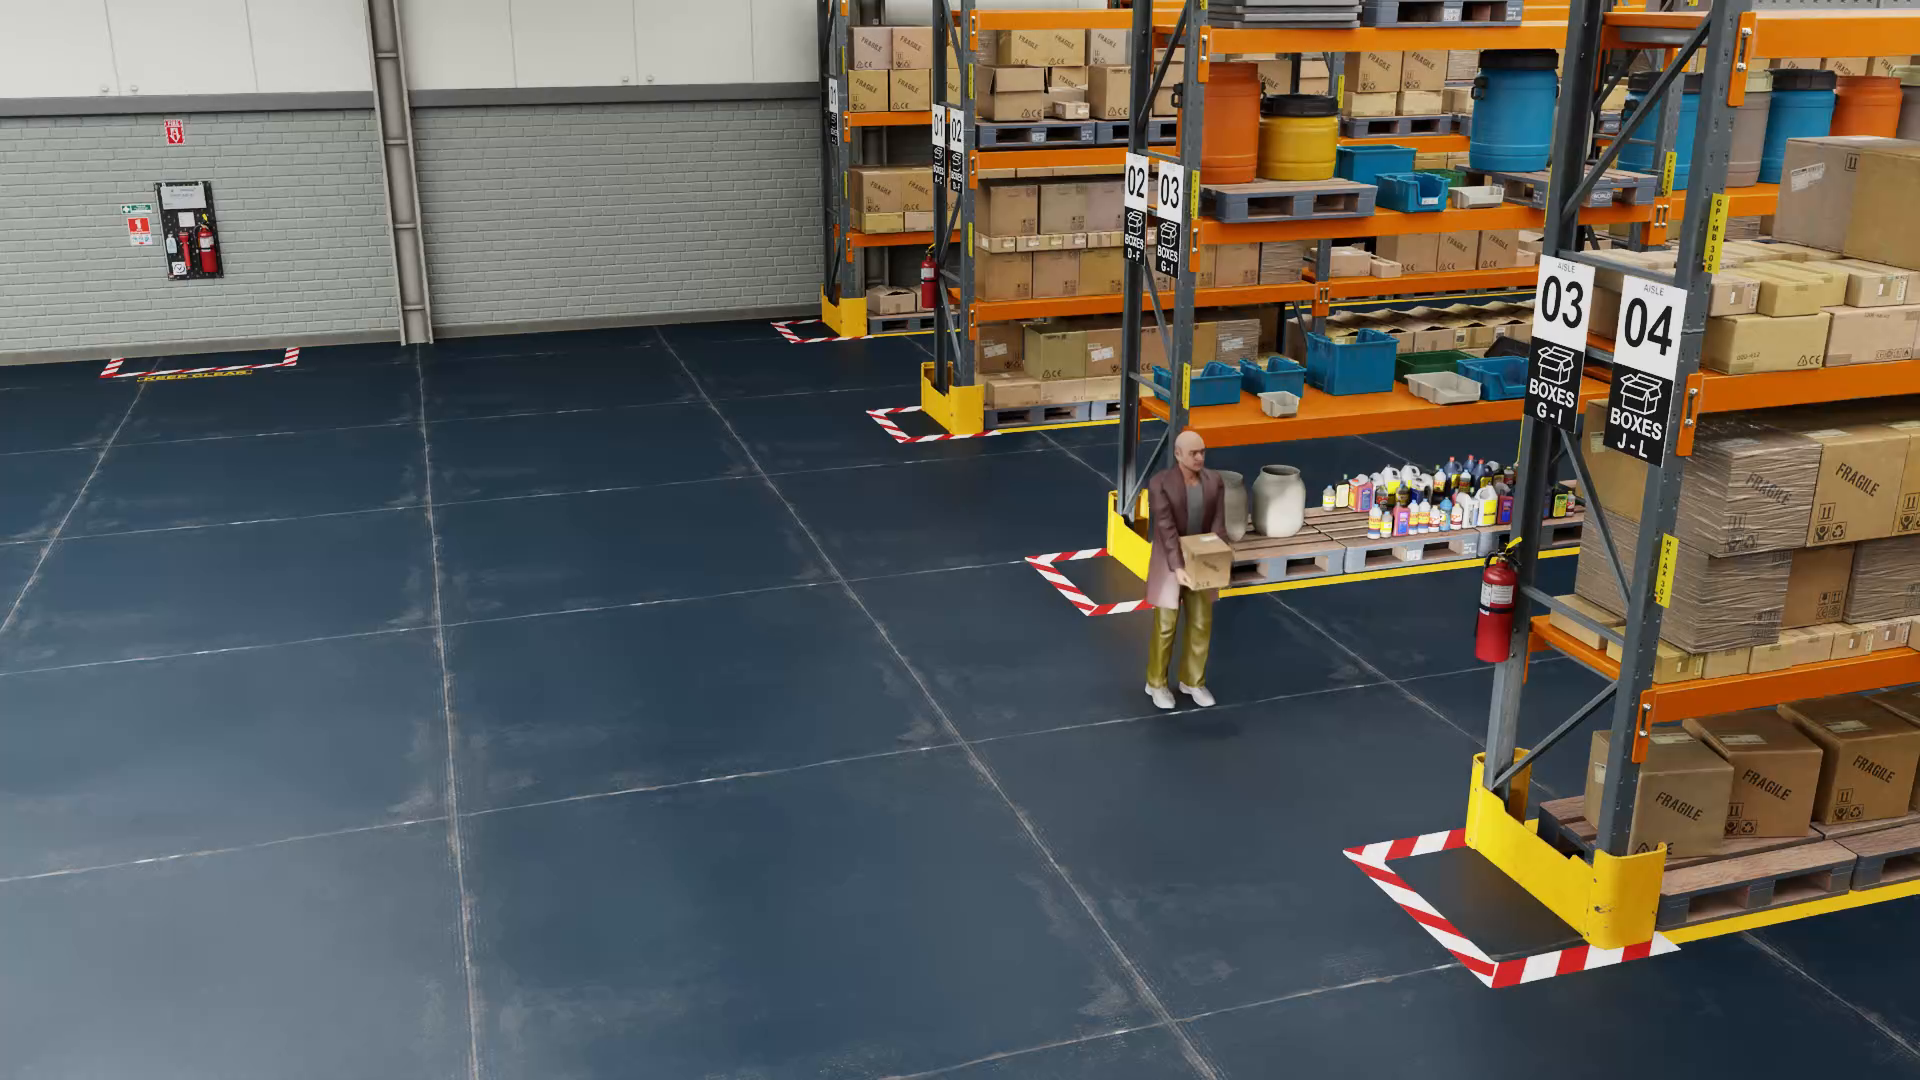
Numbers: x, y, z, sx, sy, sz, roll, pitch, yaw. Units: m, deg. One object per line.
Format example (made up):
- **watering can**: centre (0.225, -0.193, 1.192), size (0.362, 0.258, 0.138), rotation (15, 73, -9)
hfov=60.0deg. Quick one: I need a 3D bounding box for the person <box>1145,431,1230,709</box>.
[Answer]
- **person**: centre (1.453, 0.206, 10.492), size (0.527, 1.780, 0.559), rotation (-6, 20, -18)
